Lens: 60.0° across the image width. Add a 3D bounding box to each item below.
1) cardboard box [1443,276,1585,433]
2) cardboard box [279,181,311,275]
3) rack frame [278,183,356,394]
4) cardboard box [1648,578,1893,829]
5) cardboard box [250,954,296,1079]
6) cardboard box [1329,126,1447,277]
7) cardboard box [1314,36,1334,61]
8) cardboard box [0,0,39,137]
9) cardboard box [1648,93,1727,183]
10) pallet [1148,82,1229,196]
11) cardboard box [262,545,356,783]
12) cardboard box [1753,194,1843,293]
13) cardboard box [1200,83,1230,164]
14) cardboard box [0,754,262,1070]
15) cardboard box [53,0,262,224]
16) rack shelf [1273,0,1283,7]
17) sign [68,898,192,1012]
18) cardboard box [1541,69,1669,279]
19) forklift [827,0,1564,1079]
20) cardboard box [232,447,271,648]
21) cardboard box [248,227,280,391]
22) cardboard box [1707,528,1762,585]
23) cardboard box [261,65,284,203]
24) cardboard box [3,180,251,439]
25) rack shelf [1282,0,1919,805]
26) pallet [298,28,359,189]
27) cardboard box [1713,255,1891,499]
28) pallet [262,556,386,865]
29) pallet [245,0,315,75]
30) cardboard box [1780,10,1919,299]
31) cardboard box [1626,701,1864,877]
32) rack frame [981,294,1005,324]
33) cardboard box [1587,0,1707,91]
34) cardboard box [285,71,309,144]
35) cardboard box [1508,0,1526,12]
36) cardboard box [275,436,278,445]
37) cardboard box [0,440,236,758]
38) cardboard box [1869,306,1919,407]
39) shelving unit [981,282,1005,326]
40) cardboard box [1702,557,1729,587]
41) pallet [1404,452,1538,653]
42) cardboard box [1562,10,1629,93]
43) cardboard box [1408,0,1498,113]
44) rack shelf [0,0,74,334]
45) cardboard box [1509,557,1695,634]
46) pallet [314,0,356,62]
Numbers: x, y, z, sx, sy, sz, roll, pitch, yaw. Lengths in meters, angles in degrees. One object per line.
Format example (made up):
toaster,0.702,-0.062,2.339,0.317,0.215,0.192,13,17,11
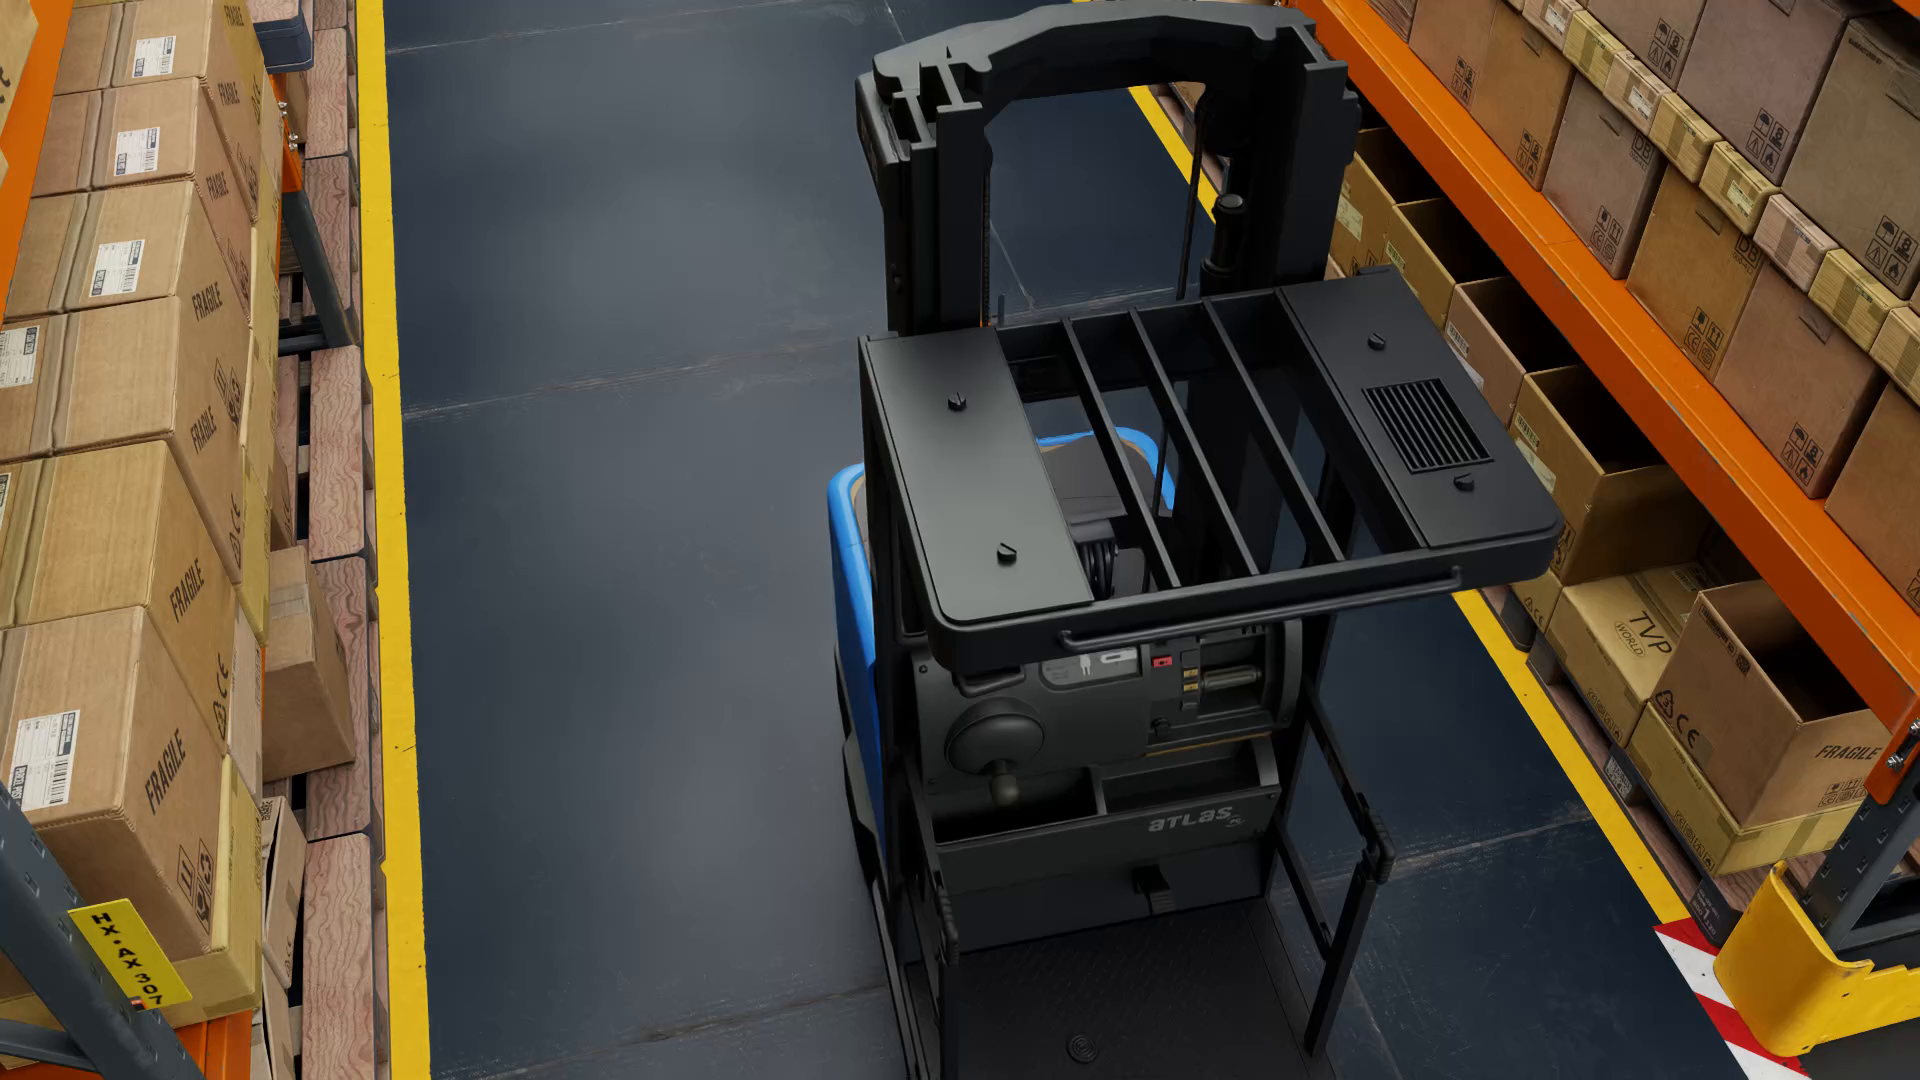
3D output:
cardboard box,2.023,-0.588,5.832,0.500,0.500,0.500,-11,47,-10
cardboard box,-3.171,-1.429,6.993,0.700,0.500,0.500,-9,46,-9
rack frame,-2.967,-1.645,5.762,1.000,3.000,0.127,-11,47,-10
cardboard box,2.420,0.445,4.820,0.500,0.500,0.500,-11,47,-10
cardboard box,-2.033,1.409,4.343,0.500,0.311,0.500,-16,48,-15
cardboard box,1.773,-1.279,6.510,0.500,0.500,0.500,-11,47,-10
cardboard box,1.440,-2.162,7.507,0.500,0.311,0.500,-11,47,-10
cardboard box,-2.026,-0.987,2.933,0.500,0.500,0.500,-9,46,-8
cardboard box,2.230,-1.177,4.779,0.380,0.149,0.250,-10,46,-9
pallet,1.595,-2.079,8.140,1.003,0.211,1.213,-11,47,-10
cardboard box,-2.318,0.434,5.167,0.700,0.500,0.500,-13,47,-13
cardboard box,2.367,-0.814,4.423,0.380,0.149,0.250,-10,46,-10
cardboard box,1.435,-1.971,7.713,0.500,0.250,0.500,-11,47,-11
cardboard box,-1.761,0.767,3.489,0.500,0.250,0.500,-12,47,-11
cardboard box,-2.413,-1.249,4.940,0.500,0.500,0.500,-11,47,-11
rack shelf,1.309,-3.683,8.262,1.077,0.370,4.000,-11,47,-10
sign,-1.418,0.714,2.844,0.100,0.325,0.005,-11,47,-10
cardboard box,2.339,-1.220,5.275,0.700,0.500,0.500,-9,46,-9
forklift,0.400,0.464,3.743,1.130,2.935,3.031,-9,46,-9
cardboard box,-2.032,0.058,4.184,0.500,0.250,0.500,-11,47,-11
cardboard box,-2.289,-0.638,4.866,0.500,0.250,0.500,-11,47,-11
cardboard box,2.793,0.005,5.251,0.500,0.500,0.500,-11,47,-10
cardboard box,-2.552,-1.328,5.542,0.500,0.250,0.500,-11,47,-10
cardboard box,-2.161,-0.540,4.245,0.500,0.500,0.500,-9,46,-9
rack shelf,2.333,-0.921,5.556,1.077,0.370,4.000,-11,47,-10
pallet,-3.483,-2.050,8.112,1.003,0.211,1.213,-11,47,-10
cardboard box,2.599,-0.513,4.583,0.700,0.500,0.500,-10,46,-9
pallet,-2.445,0.632,5.483,1.003,0.211,1.213,-11,47,-10
pallet,-3.022,-2.132,6.374,1.003,0.211,1.213,-11,47,-10
cardboard box,2.584,-1.004,4.156,0.700,0.500,0.500,-12,47,-11
cardboard box,2.422,0.707,5.088,0.500,0.250,0.500,-11,47,-10
rack frame,0.027,-0.347,5.750,0.240,1.200,0.006,-11,47,-10
cardboard box,2.326,-1.698,4.835,0.700,0.500,0.500,-11,47,-10
cardboard box,-3.443,-2.137,7.686,0.700,0.500,0.500,-10,46,-10
cardboard box,1.965,-1.890,5.477,0.380,0.149,0.250,-12,47,-12
cardboard box,-2.801,-0.444,6.260,0.380,0.166,0.250,-16,48,-15
cardboard box,-1.891,0.172,3.547,0.500,0.500,0.500,-11,47,-10
cardboard box,2.495,-0.463,4.080,0.380,0.149,0.250,-10,46,-9
shelving unit,0.004,-0.410,5.812,0.258,1.200,0.189,-11,47,-10
cardboard box,2.791,0.268,5.518,0.500,0.250,0.500,-11,47,-10
pallet,2.300,-0.177,6.276,1.003,0.211,1.213,-11,47,-10
cardboard box,2.103,-1.526,5.121,0.380,0.149,0.250,-11,47,-11
cardboard box,2.082,-1.920,5.962,0.700,0.500,0.500,-11,47,-11
rack shelf,-2.455,-1.063,3.595,1.077,0.370,4.000,-11,47,-10
cardboard box,2.153,0.019,5.762,0.500,0.250,0.500,-11,47,-10
pallet,-3.792,-2.891,8.935,1.003,0.211,1.213,-11,47,-10
